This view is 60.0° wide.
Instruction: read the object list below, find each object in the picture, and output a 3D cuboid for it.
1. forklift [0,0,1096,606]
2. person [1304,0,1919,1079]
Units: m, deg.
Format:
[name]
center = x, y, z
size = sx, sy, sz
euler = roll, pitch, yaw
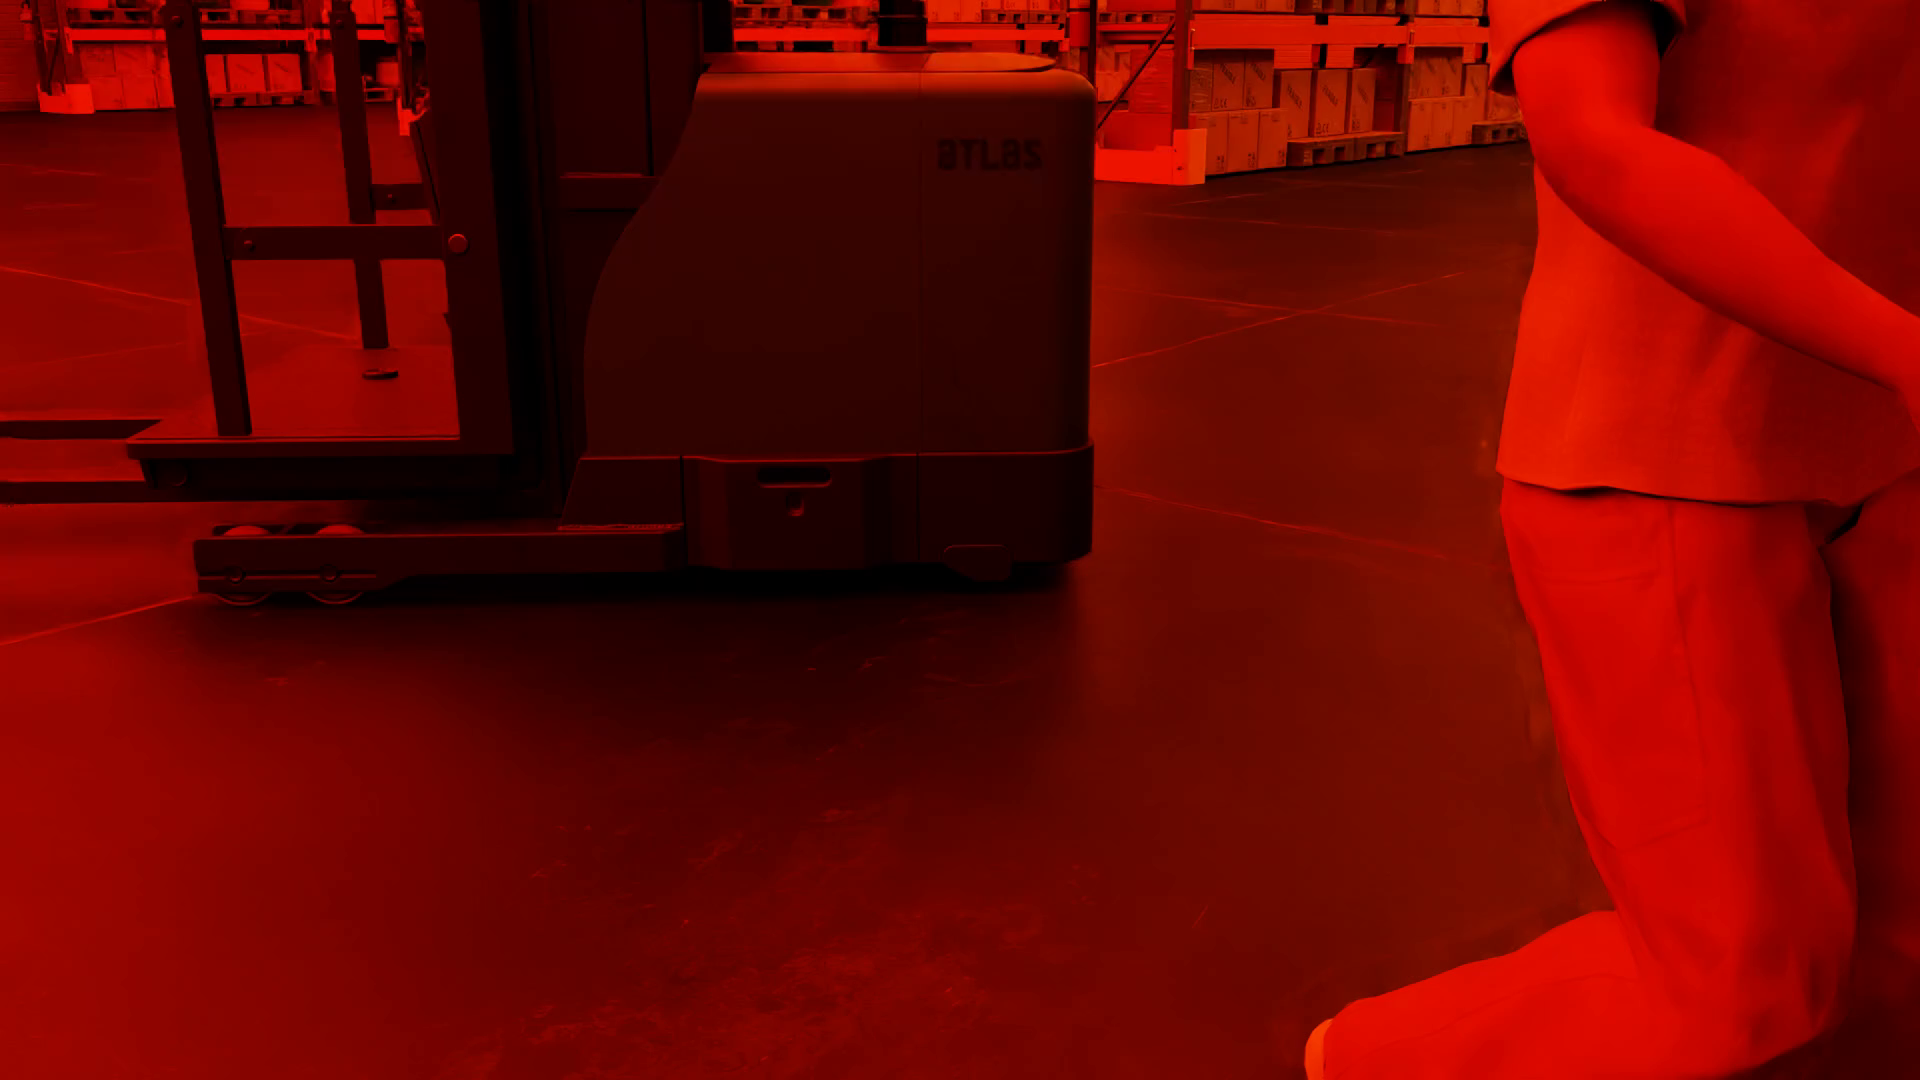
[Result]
[forklift]
center = -1.244, -1.421, 3.577
size = 3.031, 2.935, 1.130
euler = -1, 17, -2
[person]
center = 0.633, -0.046, 1.304
size = 0.637, 1.630, 0.554
euler = -9, 19, -28
